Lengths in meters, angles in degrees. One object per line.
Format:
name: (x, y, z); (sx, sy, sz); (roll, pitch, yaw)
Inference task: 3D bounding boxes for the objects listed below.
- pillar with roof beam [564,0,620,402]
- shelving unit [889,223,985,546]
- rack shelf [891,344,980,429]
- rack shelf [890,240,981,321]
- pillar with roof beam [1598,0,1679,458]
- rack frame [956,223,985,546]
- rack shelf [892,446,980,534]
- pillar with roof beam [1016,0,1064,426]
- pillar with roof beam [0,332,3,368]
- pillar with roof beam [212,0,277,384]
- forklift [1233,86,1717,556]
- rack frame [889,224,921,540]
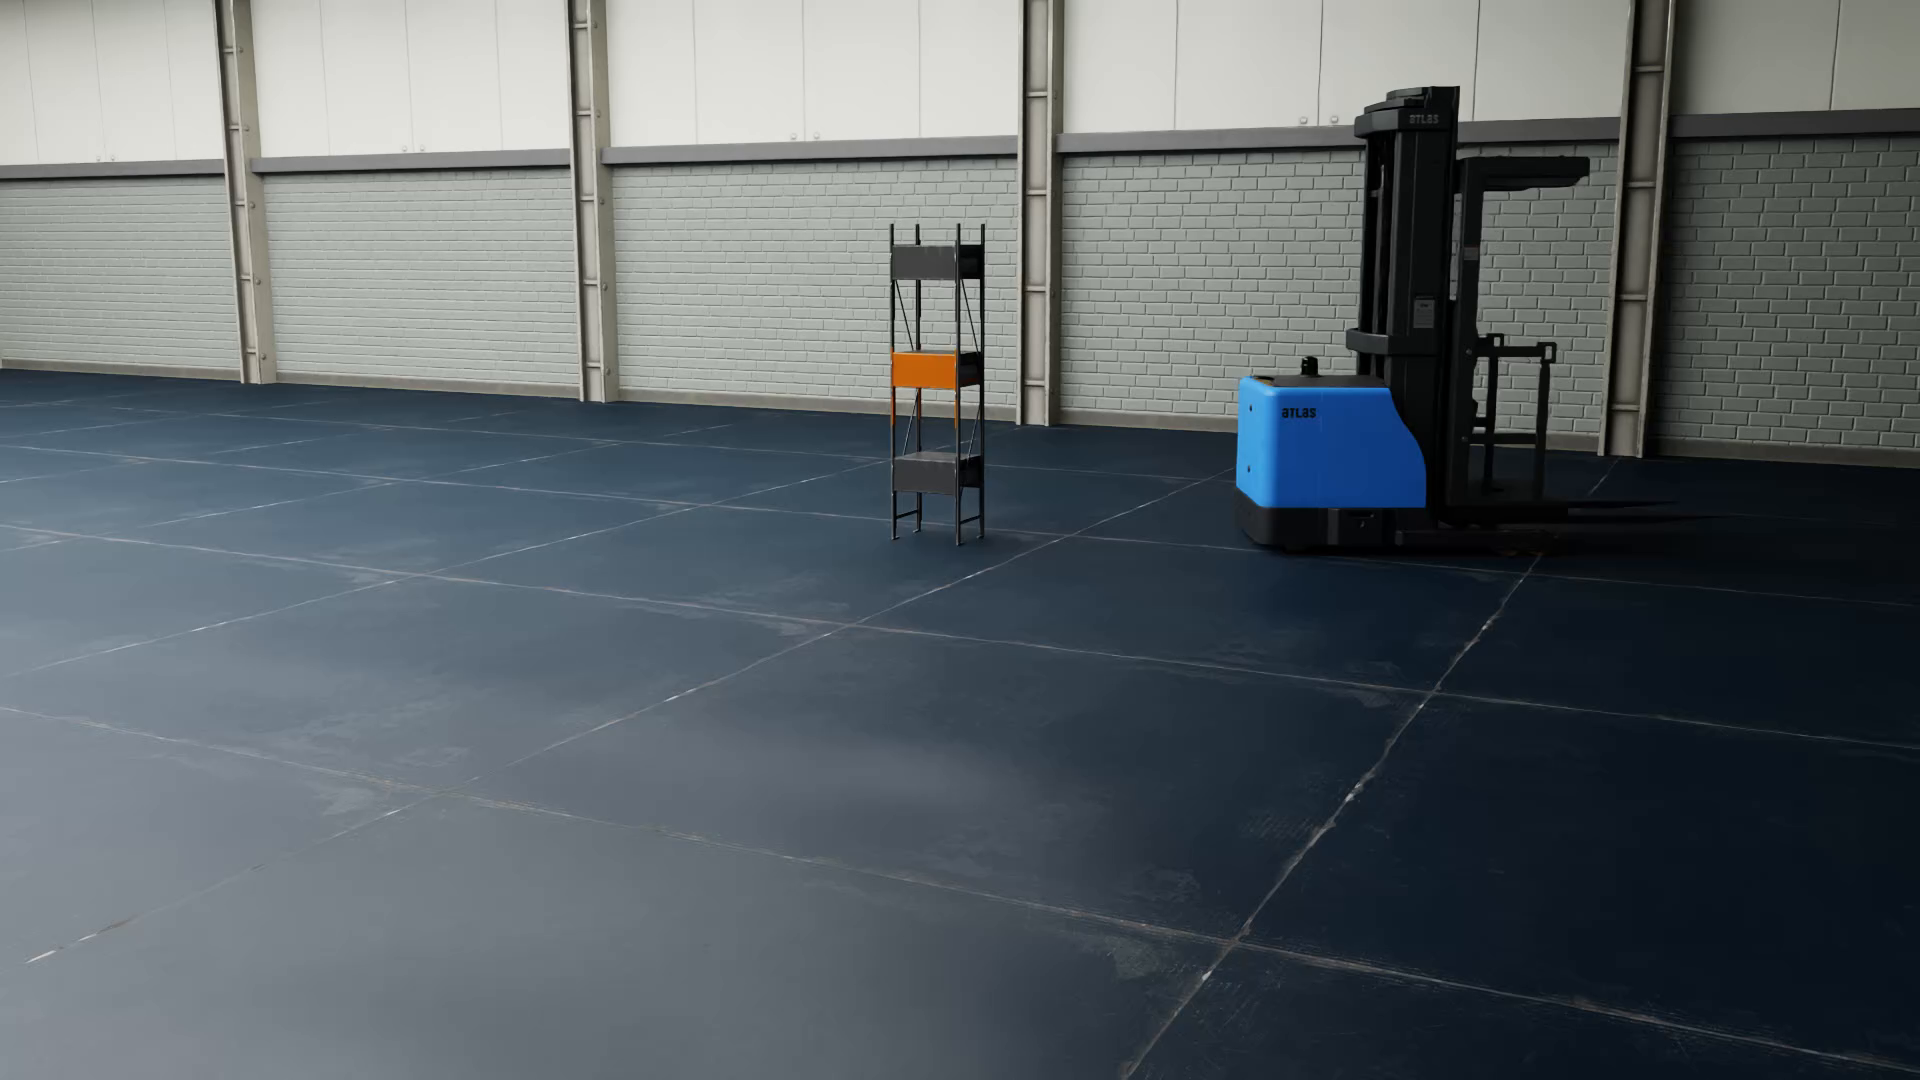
pillar with roof beam: (-6.428, -5.491, 16.301); (0.400, 9.000, 9.100); (5, 11, 26)
shelving unit: (-0.148, -1.046, 11.115); (0.503, 2.100, 0.431); (5, 11, 26)
rack shelf: (-0.148, -1.033, 11.118); (0.480, 0.518, 0.431); (5, 11, 26)
rack shelf: (-0.148, -1.722, 10.993); (0.480, 0.518, 0.431); (5, 11, 26)
pillar with roof beam: (4.334, -4.545, 11.077); (0.400, 9.000, 9.100); (5, 11, 26)
rack frame: (0.070, -1.027, 11.009); (0.015, 2.100, 0.400); (5, 11, 26)
rack shelf: (-0.148, -0.344, 11.242); (0.480, 0.518, 0.431); (5, 11, 26)
pillar with roof beam: (-1.047, -5.018, 13.689); (0.400, 9.000, 9.100); (5, 11, 26)
pillar with roof beam: (-17.189, -6.437, 21.526); (0.400, 9.000, 9.100); (5, 11, 26)
pillar with roof beam: (-11.809, -5.964, 18.914); (0.400, 9.000, 9.100); (5, 11, 26)
forklift: (3.422, -1.435, 10.927); (3.031, 2.935, 1.130); (0, 10, -1)
rack frame: (-0.367, -1.065, 11.222); (0.015, 2.100, 0.400); (5, 11, 26)
